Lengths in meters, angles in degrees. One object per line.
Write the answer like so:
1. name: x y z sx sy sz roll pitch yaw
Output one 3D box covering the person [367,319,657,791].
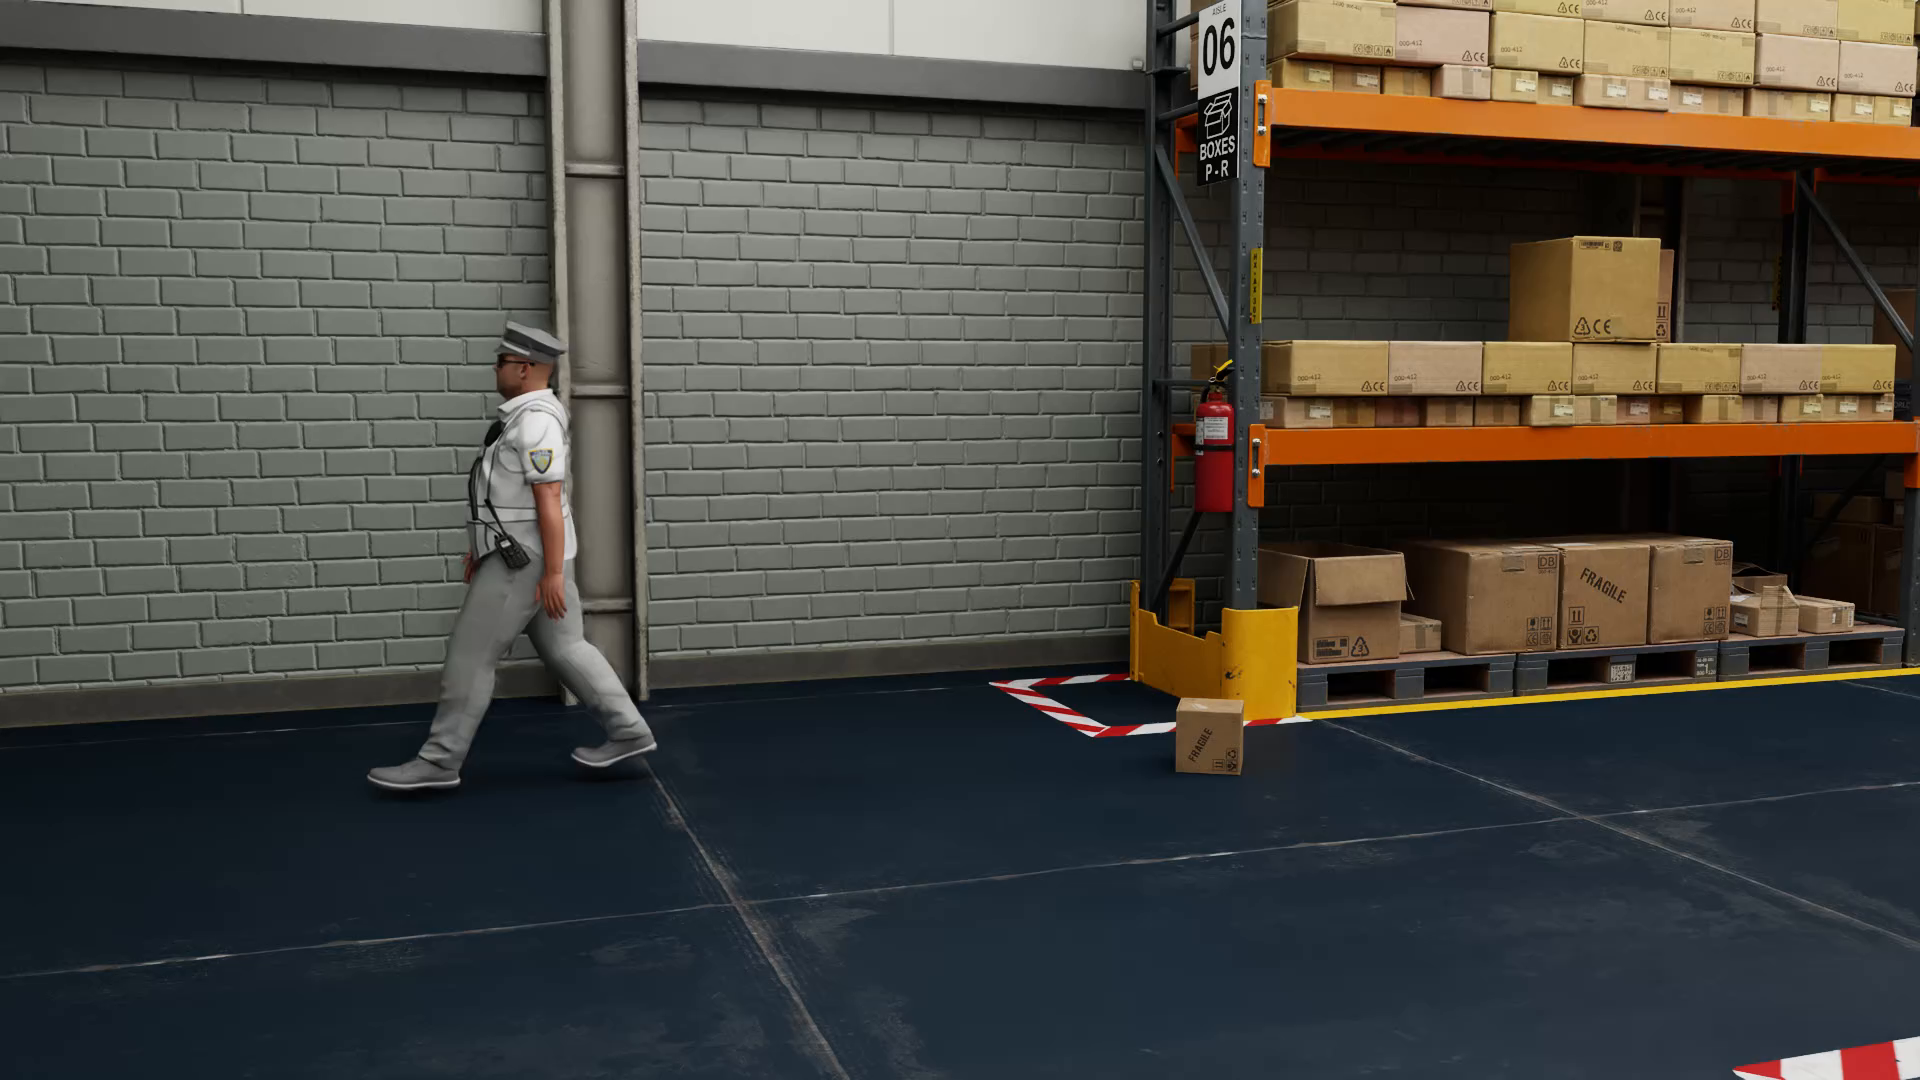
1. person: -1.674 0.044 6.209 1.040 1.722 0.564 -1 6 -8
